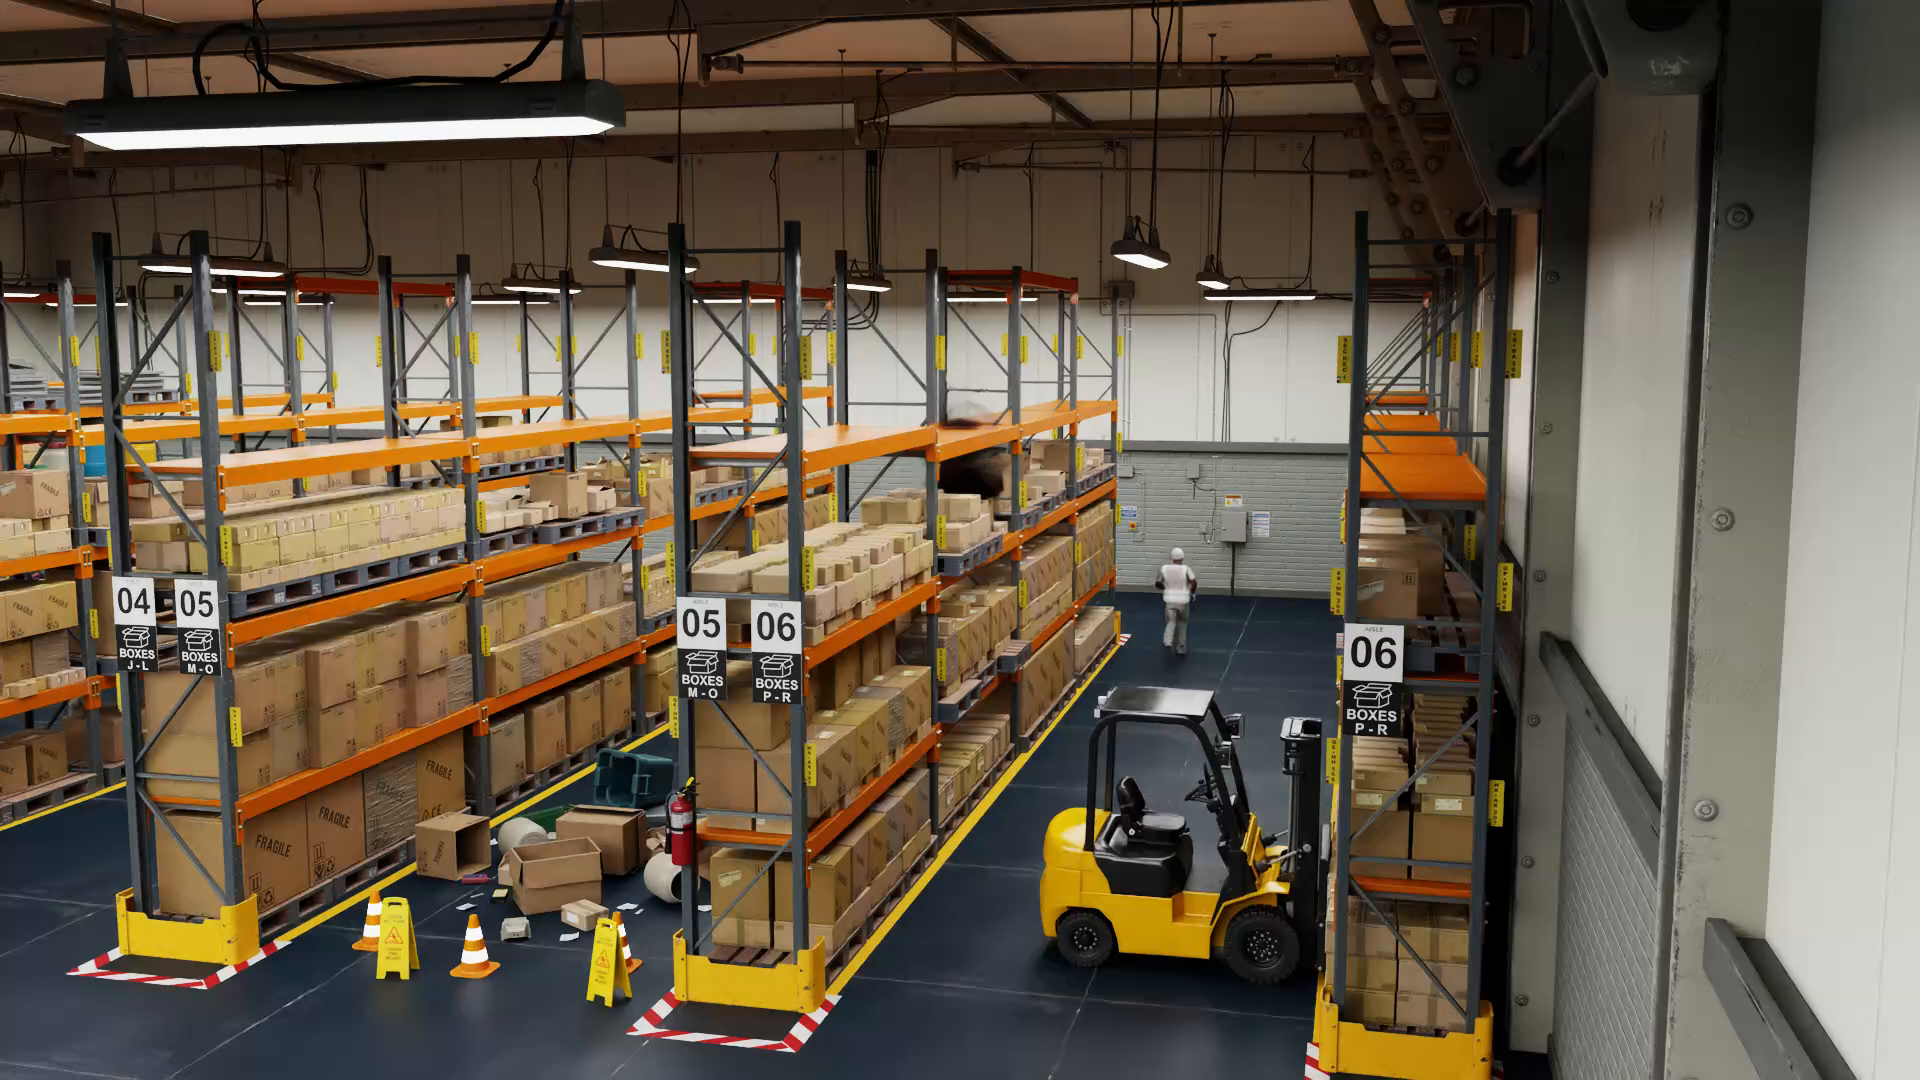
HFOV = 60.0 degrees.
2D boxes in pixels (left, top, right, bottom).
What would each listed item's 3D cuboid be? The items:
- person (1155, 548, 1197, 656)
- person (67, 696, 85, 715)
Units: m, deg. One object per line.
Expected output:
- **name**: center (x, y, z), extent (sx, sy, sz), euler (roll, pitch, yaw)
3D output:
- **person**: center (3.487, 1.015, 26.801), extent (0.691, 1.789, 0.951), euler (2, 7, 15)
- **person**: center (-11.267, 1.741, 21.126), extent (0.602, 1.733, 0.812), euler (1, 7, 6)
